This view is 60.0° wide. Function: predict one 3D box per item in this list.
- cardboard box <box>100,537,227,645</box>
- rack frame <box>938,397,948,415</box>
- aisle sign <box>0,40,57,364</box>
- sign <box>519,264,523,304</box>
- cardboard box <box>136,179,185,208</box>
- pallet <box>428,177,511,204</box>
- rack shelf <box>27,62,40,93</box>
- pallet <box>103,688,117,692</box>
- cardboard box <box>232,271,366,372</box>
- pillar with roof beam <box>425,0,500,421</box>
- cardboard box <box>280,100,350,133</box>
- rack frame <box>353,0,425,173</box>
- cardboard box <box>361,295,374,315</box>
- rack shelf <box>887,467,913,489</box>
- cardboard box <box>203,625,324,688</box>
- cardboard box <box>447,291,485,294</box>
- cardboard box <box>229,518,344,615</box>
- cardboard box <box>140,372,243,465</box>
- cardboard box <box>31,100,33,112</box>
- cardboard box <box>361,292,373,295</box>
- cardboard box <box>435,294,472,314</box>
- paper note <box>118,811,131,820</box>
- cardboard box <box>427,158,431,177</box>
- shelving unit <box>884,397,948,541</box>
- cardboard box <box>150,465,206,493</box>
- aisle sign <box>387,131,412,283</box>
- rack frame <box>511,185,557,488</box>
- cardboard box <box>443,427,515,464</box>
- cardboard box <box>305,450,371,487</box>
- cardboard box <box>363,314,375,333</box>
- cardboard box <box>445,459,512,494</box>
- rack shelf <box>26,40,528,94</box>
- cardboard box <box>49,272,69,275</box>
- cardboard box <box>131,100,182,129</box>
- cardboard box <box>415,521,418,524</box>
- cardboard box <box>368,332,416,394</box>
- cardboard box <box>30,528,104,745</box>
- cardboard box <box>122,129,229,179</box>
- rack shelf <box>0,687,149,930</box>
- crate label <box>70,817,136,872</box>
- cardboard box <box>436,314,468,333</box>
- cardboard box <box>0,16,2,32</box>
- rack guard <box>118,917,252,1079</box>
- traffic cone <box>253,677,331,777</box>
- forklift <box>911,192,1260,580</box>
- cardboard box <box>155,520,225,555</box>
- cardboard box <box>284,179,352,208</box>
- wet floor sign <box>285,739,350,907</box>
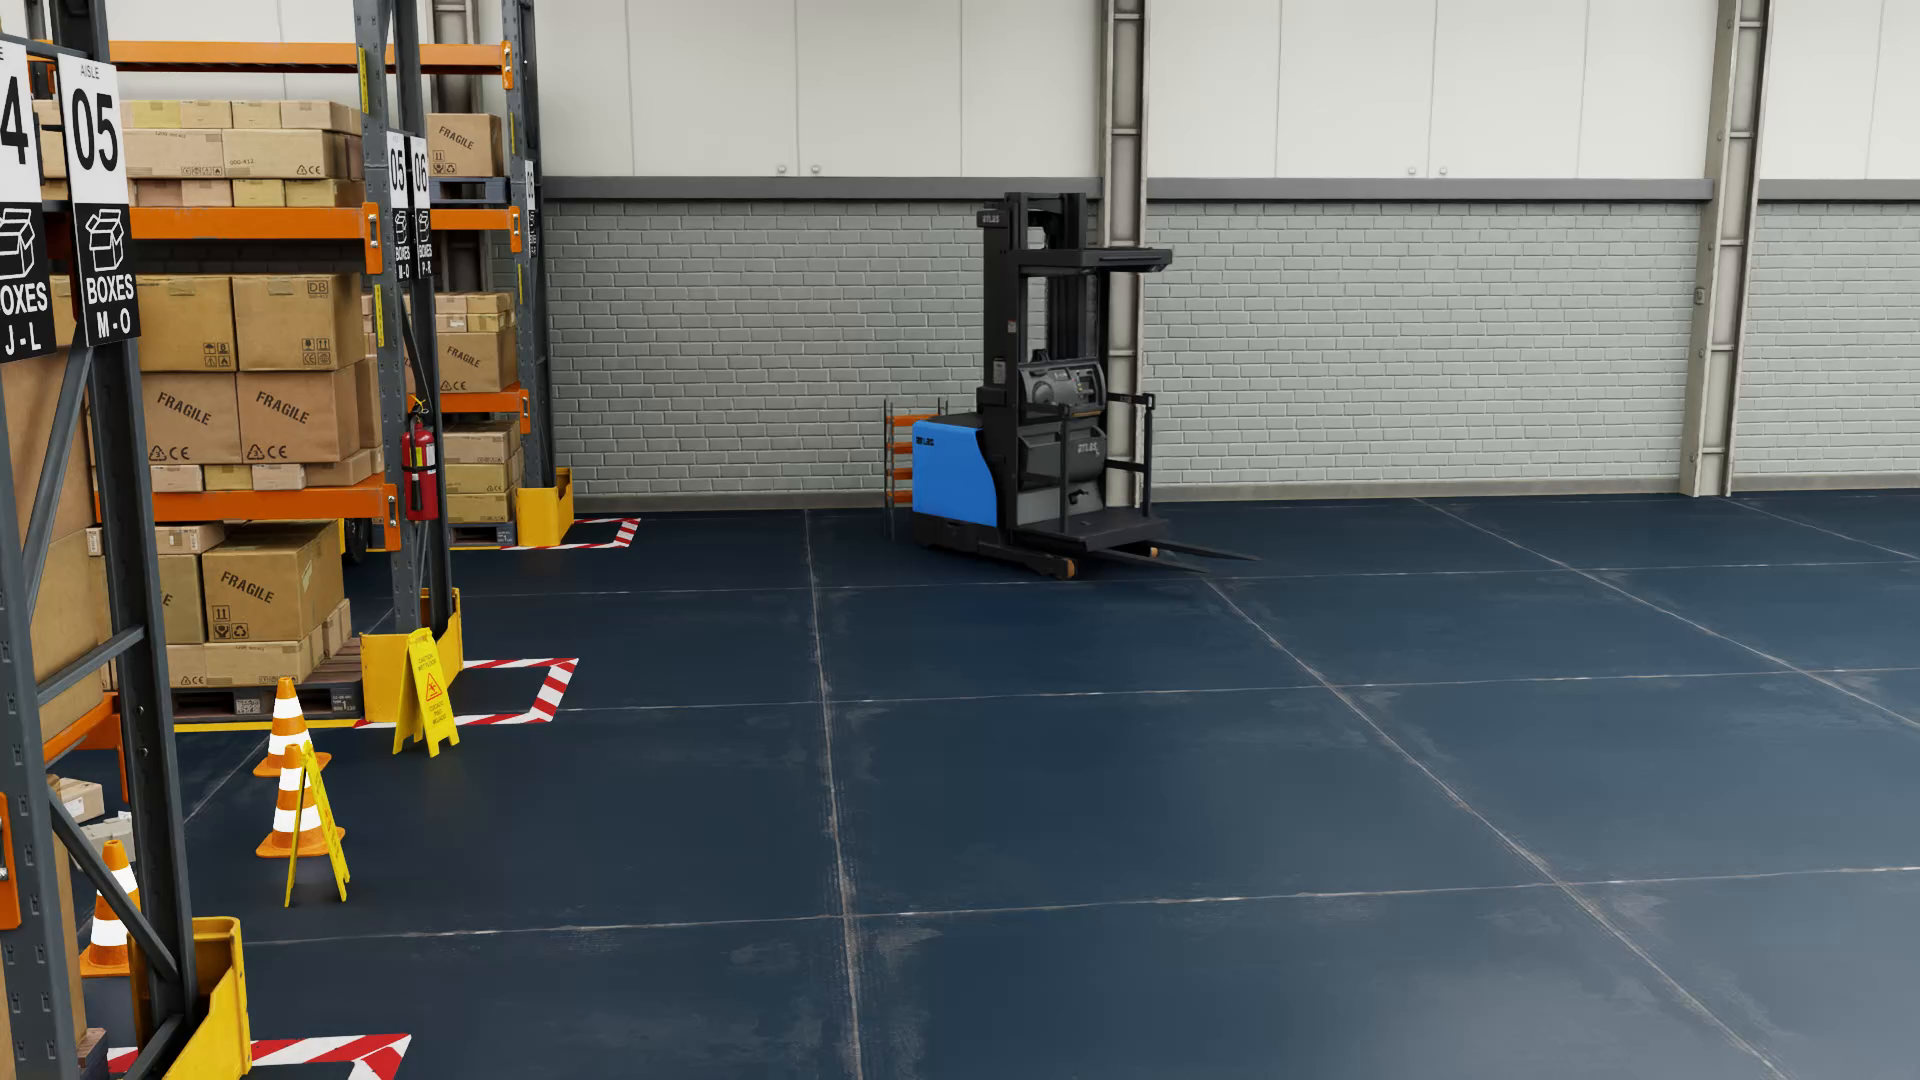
[{"bbox_3d":[-4.408,0.279,9.266,0.500,0.500,0.500,-1,11,-4],"label":"cardboard box"},{"bbox_3d":[-0.149,-0.629,14.456,0.015,1.200,0.240,-4,12,-18],"label":"rack frame"},{"bbox_3d":[-2.383,-0.846,4.158,0.004,0.787,0.394,-1,11,-6],"label":"aisle sign"},{"bbox_3d":[-3.616,-2.106,13.688,0.005,0.325,0.100,-1,11,-6],"label":"sign"},{"bbox_3d":[-4.216,-1.858,8.921,0.250,0.149,0.380,-1,11,-6],"label":"cardboard box"},{"bbox_3d":[-4.367,-2.944,14.023,1.213,0.211,1.003,-1,11,-6],"label":"pallet"},{"bbox_3d":[-9.626,-3.795,13.247,4.000,0.370,1.077,-1,11,-6],"label":"rack shelf"},{"bbox_3d":[-5.218,0.831,9.595,1.213,0.211,1.003,-1,11,-6],"label":"pallet"},{"bbox_3d":[-3.605,-1.207,9.110,0.500,0.500,0.700,-1,11,-7],"label":"cardboard box"},{"bbox_3d":[-3.985,-3.802,10.380,0.400,9.000,9.100,-1,11,-6],"label":"pillar with roof beam"},{"bbox_3d":[-3.425,-2.250,8.846,0.250,0.149,0.380,-1,11,-6],"label":"cardboard box"},{"bbox_3d":[-3.121,-3.518,8.933,0.127,3.000,1.000,-1,11,-6],"label":"rack frame"},{"bbox_3d":[-4.996,-1.952,13.808,0.250,0.149,0.380,-1,11,-5],"label":"cardboard box"},{"bbox_3d":[-0.380,-0.548,14.392,0.480,0.148,0.258,-4,12,-18],"label":"rack shelf"},{"bbox_3d":[-3.920,0.638,9.386,0.500,0.250,0.500,-1,11,-6],"label":"cardboard box"},{"bbox_3d":[-4.289,-2.080,14.458,0.250,0.149,0.380,-1,11,-4],"label":"cardboard box"},{"bbox_3d":[-3.976,0.166,9.845,0.500,0.500,0.500,-2,11,-8],"label":"cardboard box"},{"bbox_3d":[-4.129,-0.695,9.098,0.500,0.500,0.500,-1,11,-6],"label":"cardboard box"},{"bbox_3d":[-4.946,-2.212,8.650,0.250,0.149,0.380,-1,11,-5],"label":"cardboard box"},{"bbox_3d":[-5.049,-2.053,14.324,0.250,0.149,0.380,-1,11,-4],"label":"cardboard box"},{"bbox_3d":[-4.236,-1.980,13.952,0.250,0.149,0.380,-1,11,-6],"label":"cardboard box"},{"bbox_3d":[-3.846,1.284,7.756,0.142,0.019,0.148,-5,12,-26],"label":"paper note"},{"bbox_3d":[-4.452,-3.054,13.654,0.250,0.149,0.380,-2,11,-8],"label":"cardboard box"},{"bbox_3d":[-0.380,-0.614,14.379,0.503,1.200,0.258,-4,12,-18],"label":"shelving unit"},{"bbox_3d":[-4.219,-0.363,9.089,0.250,0.149,0.380,-1,11,-5],"label":"cardboard box"},{"bbox_3d":[-3.028,-1.795,8.984,0.004,0.787,0.394,-1,11,-6],"label":"aisle sign"},{"bbox_3d":[-3.661,-1.526,14.353,0.127,3.000,1.000,-1,11,-6],"label":"rack frame"},{"bbox_3d":[-4.085,-0.804,14.128,0.500,0.250,0.500,-1,11,-4],"label":"cardboard box"},{"bbox_3d":[-3.470,-0.402,9.287,0.250,0.149,0.380,-1,11,-4],"label":"cardboard box"},{"bbox_3d":[-4.999,-1.810,13.857,0.250,0.149,0.380,-2,11,-8],"label":"cardboard box"},{"bbox_3d":[-4.111,-0.558,14.173,0.500,0.250,0.500,-1,11,-7],"label":"cardboard box"},{"bbox_3d":[-5.649,-3.879,13.670,4.000,0.370,1.077,-1,11,-6],"label":"rack shelf"},{"bbox_3d":[-5.116,-1.184,8.991,0.500,0.500,0.700,-1,11,-6],"label":"cardboard box"},{"bbox_3d":[-4.195,-2.248,8.834,0.250,0.149,0.380,-1,11,-6],"label":"cardboard box"},{"bbox_3d":[-4.589,-0.304,14.176,0.500,0.250,0.500,-1,11,-6],"label":"cardboard box"},{"bbox_3d":[-4.639,-1.505,13.989,0.500,0.500,0.500,-1,11,-4],"label":"cardboard box"},{"bbox_3d":[-2.850,0.316,4.596,0.550,0.550,0.875,-1,11,-6],"label":"cardboard box"},{"bbox_3d":[-4.103,-2.048,8.852,0.500,0.250,0.500,-1,11,-7],"label":"cardboard box"},{"bbox_3d":[-4.474,0.768,4.551,4.000,0.370,1.077,-1,11,-6],"label":"rack shelf"},{"bbox_3d":[-3.726,1.321,7.293,0.298,0.136,0.250,-8,14,-35],"label":"crate label"},{"bbox_3d":[-4.226,-1.821,13.915,0.250,0.149,0.380,-1,11,-5],"label":"cardboard box"},{"bbox_3d":[-2.994,-1.465,4.539,0.500,0.250,0.500,-1,11,-6],"label":"cardboard box"},{"bbox_3d":[-2.462,1.599,4.937,0.348,0.500,1.175,-1,11,-6],"label":"rack guard"},{"bbox_3d":[-3.409,0.927,8.452,0.334,0.463,0.336,-1,11,-6],"label":"traffic cone"},{"bbox_3d":[0.970,-1.244,13.098,1.130,2.935,3.031,-11,15,-43],"label":"forklift"},{"bbox_3d":[-4.247,-0.030,9.158,0.250,0.149,0.380,-1,11,-4],"label":"cardboard box"},{"bbox_3d":[-3.446,-1.861,8.936,0.250,0.149,0.380,-1,11,-6],"label":"cardboard box"},{"bbox_3d":[-2.671,1.148,6.855,0.232,0.644,0.267,-3,12,-16],"label":"wet floor sign"}]
